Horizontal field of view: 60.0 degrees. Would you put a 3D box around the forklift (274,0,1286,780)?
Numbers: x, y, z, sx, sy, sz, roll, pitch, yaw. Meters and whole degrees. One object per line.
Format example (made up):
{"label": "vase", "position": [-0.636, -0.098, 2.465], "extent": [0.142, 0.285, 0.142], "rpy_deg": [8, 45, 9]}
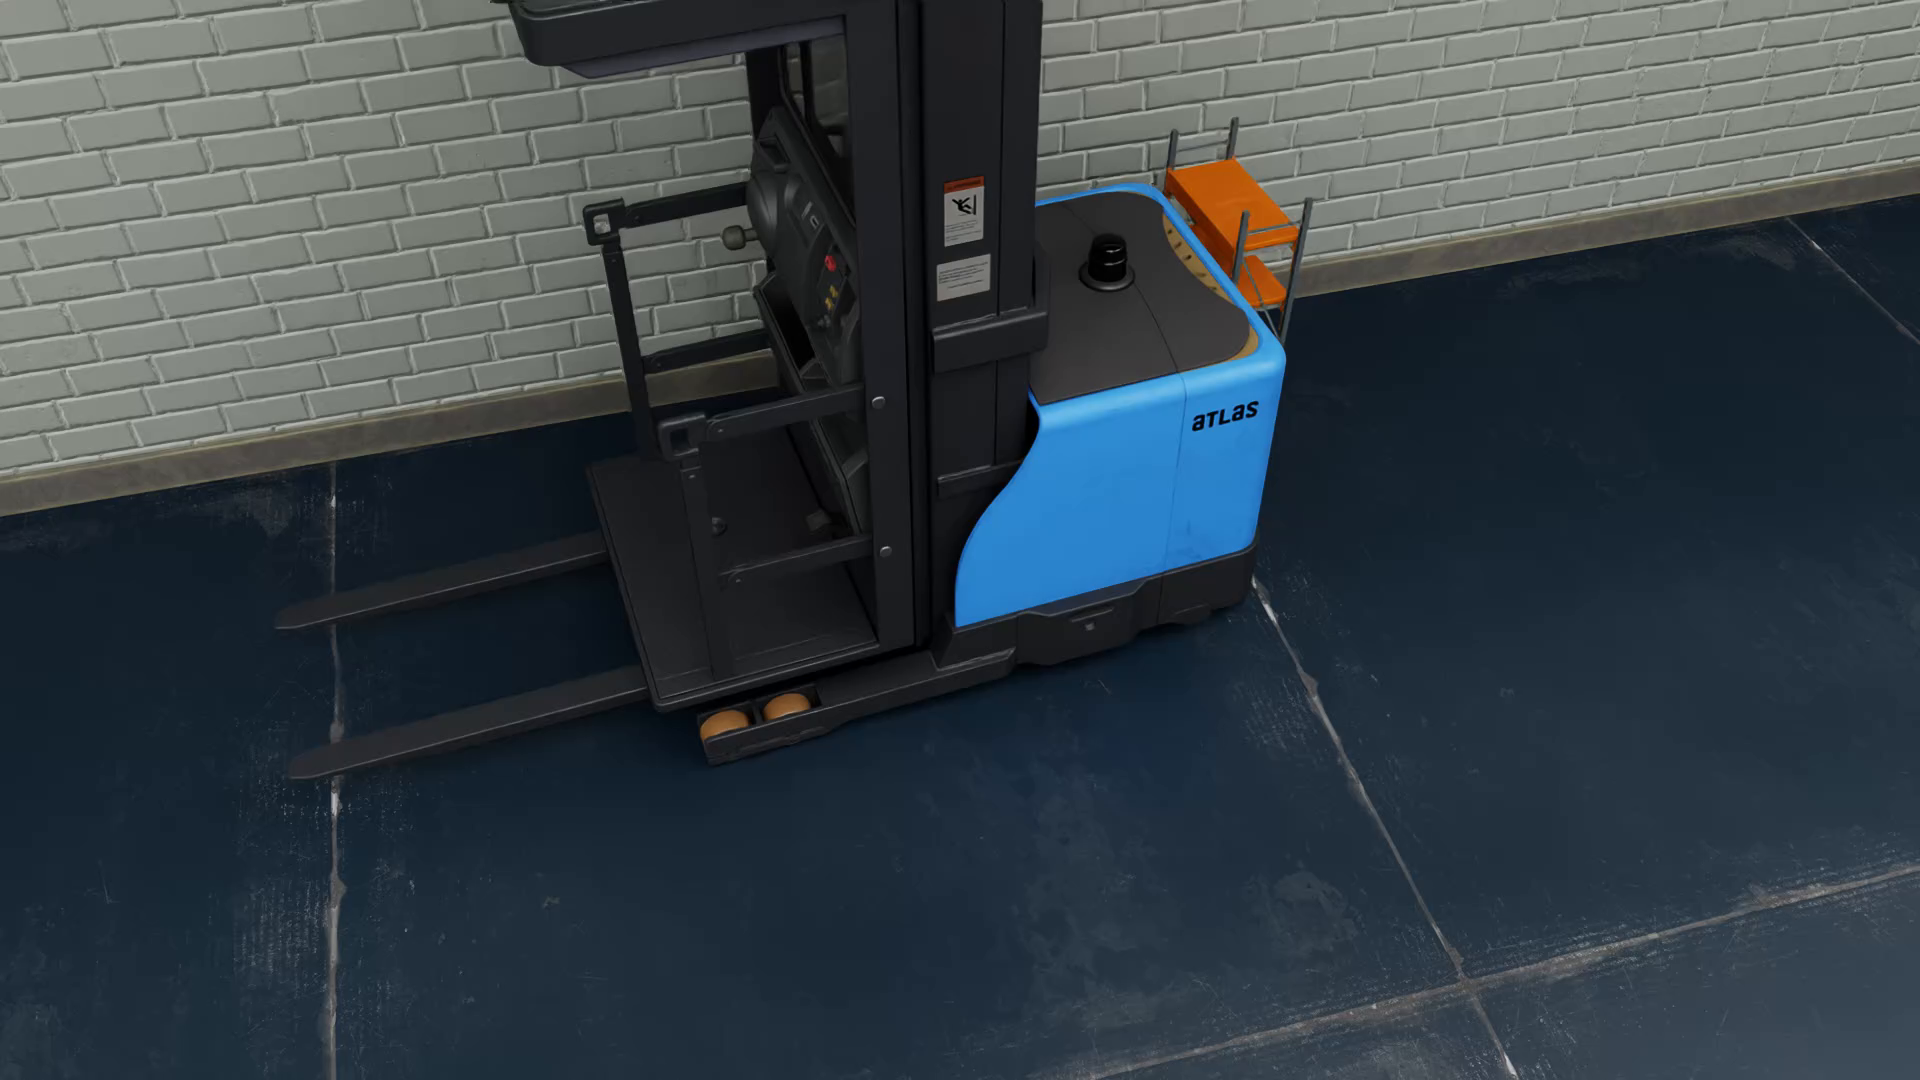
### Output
{"label": "forklift", "position": [-0.611, -0.775, 4.457], "extent": [3.031, 2.935, 1.130], "rpy_deg": [-14, 47, -14]}

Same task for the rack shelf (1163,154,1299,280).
{"label": "rack shelf", "position": [0.878, -1.038, 5.372], "extent": [0.258, 0.148, 0.480], "rpy_deg": [-14, 47, -16]}

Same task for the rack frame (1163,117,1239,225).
{"label": "rack frame", "position": [0.782, -0.923, 5.810], "extent": [0.240, 1.200, 0.015], "rpy_deg": [-14, 47, -16]}

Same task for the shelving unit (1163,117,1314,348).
{"label": "shelving unit", "position": [0.869, -0.760, 5.651], "extent": [0.258, 1.200, 0.503], "rpy_deg": [-14, 47, -16]}

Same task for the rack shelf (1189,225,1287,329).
{"label": "rack shelf", "position": [0.873, -0.871, 5.540], "extent": [0.258, 0.148, 0.480], "rpy_deg": [-14, 47, -16]}

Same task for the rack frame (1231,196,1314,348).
{"label": "rack frame", "position": [0.956, -0.598, 5.491], "extent": [0.240, 1.200, 0.015], "rpy_deg": [-14, 47, -16]}
